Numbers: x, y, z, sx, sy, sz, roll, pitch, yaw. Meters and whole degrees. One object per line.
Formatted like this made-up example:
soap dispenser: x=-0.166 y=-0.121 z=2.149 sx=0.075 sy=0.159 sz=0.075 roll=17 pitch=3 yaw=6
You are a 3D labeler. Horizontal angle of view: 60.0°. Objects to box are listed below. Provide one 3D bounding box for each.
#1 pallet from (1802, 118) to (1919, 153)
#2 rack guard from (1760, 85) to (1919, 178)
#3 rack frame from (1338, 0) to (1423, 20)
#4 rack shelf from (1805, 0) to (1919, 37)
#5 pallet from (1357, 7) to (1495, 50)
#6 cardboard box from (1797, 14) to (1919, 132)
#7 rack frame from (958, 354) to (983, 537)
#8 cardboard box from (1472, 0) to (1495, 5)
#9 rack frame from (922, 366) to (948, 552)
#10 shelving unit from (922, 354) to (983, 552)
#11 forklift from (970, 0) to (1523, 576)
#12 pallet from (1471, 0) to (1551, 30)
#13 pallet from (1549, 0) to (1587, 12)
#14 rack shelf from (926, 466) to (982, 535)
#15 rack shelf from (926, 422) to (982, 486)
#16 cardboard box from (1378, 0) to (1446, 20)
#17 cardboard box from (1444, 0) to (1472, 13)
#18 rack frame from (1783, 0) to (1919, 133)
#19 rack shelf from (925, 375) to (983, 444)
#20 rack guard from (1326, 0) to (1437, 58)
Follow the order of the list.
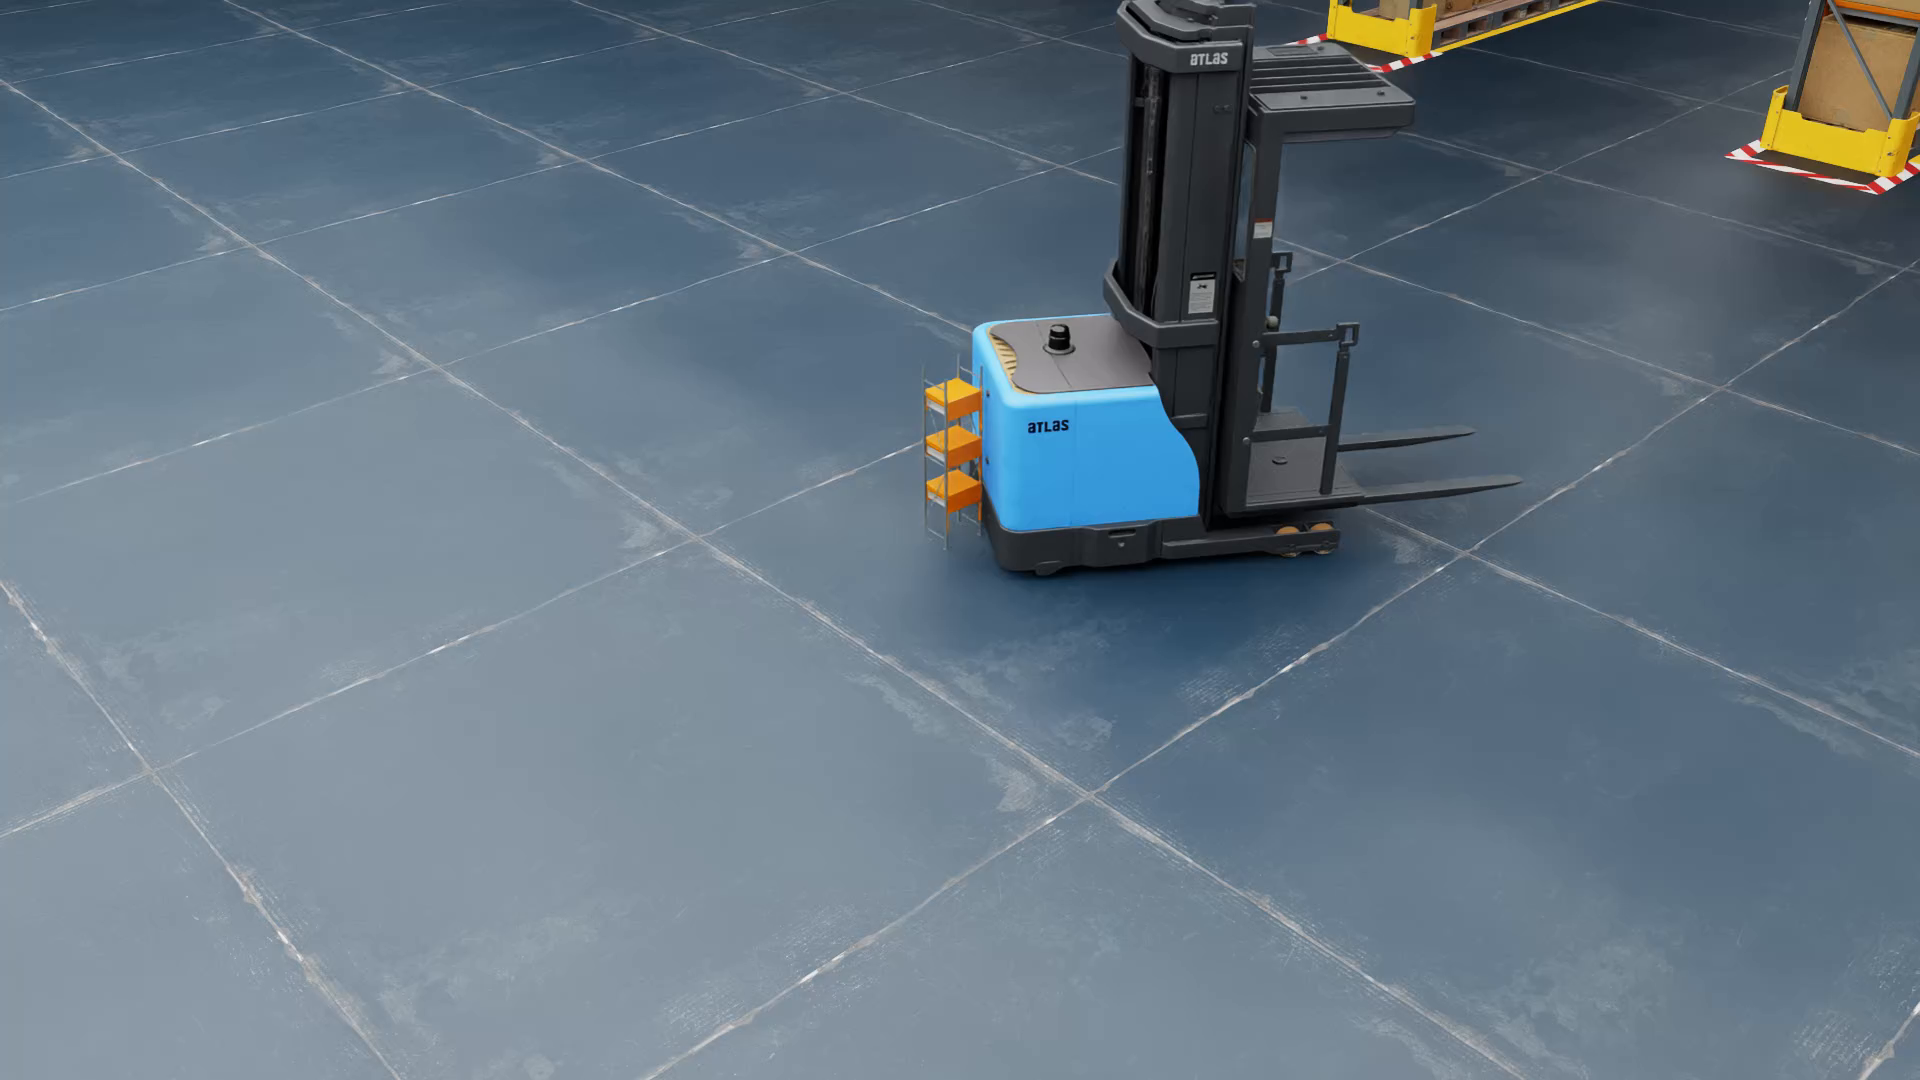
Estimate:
pallet: x=8.304 y=-3.816 z=15.289 sx=1.213 sy=0.211 sz=1.003 roll=-26 pitch=40 yaw=-35
rack guard: x=7.753 y=-3.617 z=14.686 sx=0.348 sy=0.500 sz=1.175 roll=-26 pitch=40 yaw=-35
rack frame: x=4.472 y=-6.626 z=17.210 sx=0.127 sy=3.000 sz=1.000 roll=-26 pitch=40 yaw=-35
rack shelf: x=9.237 y=-5.095 z=15.396 sx=4.000 sy=0.370 sz=1.077 roll=-26 pitch=40 yaw=-35
pallet: x=5.148 y=-5.737 z=18.431 sx=1.213 sy=0.211 sz=1.003 roll=-26 pitch=40 yaw=-35
cardboard box: x=8.223 y=-4.231 z=14.928 sx=0.875 sy=0.875 sz=0.875 roll=-26 pitch=40 yaw=-35
rack frame: x=0.054 y=-0.505 z=9.069 sx=0.008 sy=1.050 sz=0.200 roll=-24 pitch=39 yaw=-33
cardboard box: x=5.829 y=-6.393 z=18.824 sx=0.500 sy=0.500 sz=0.500 roll=-22 pitch=38 yaw=-31
rack frame: x=-0.133 y=-0.423 z=8.935 sx=0.008 sy=1.050 sz=0.200 roll=-24 pitch=39 yaw=-33
shelving unit: x=-0.039 y=-0.464 z=9.002 sx=0.252 sy=1.050 sz=0.215 roll=-24 pitch=39 yaw=-33
forklift: x=1.623 y=-1.422 z=8.766 sx=3.031 sy=2.935 sz=1.130 roll=-5 pitch=32 yaw=-9
pallet: x=6.042 y=-6.168 z=19.135 sx=1.213 sy=0.211 sz=1.003 roll=-26 pitch=40 yaw=-35
pallet: x=6.937 y=-6.603 z=19.846 sx=1.213 sy=0.211 sz=1.003 roll=-26 pitch=40 yaw=-35
rack shelf: x=-0.039 y=-0.218 z=9.152 sx=0.240 sy=0.259 sz=0.215 roll=-24 pitch=39 yaw=-33
rack shelf: x=-0.039 y=-0.455 z=9.007 sx=0.240 sy=0.259 sz=0.215 roll=-24 pitch=39 yaw=-33
cardboard box: x=4.942 y=-5.953 z=18.104 sx=0.500 sy=0.500 sz=0.500 roll=-18 pitch=36 yaw=-27
cardboard box: x=5.357 y=-6.179 z=18.472 sx=0.500 sy=0.500 sz=0.500 roll=-15 pitch=35 yaw=-23
rack frame: x=7.771 y=-4.692 z=14.048 sx=0.127 sy=3.000 sz=1.000 roll=-26 pitch=40 yaw=-35
rack shelf: x=-0.039 y=-0.697 z=8.859 sx=0.240 sy=0.259 sz=0.215 roll=-24 pitch=39 yaw=-33
rack guard: x=4.528 y=-5.586 z=17.906 sx=0.348 sy=0.500 sz=1.175 roll=-26 pitch=40 yaw=-35
